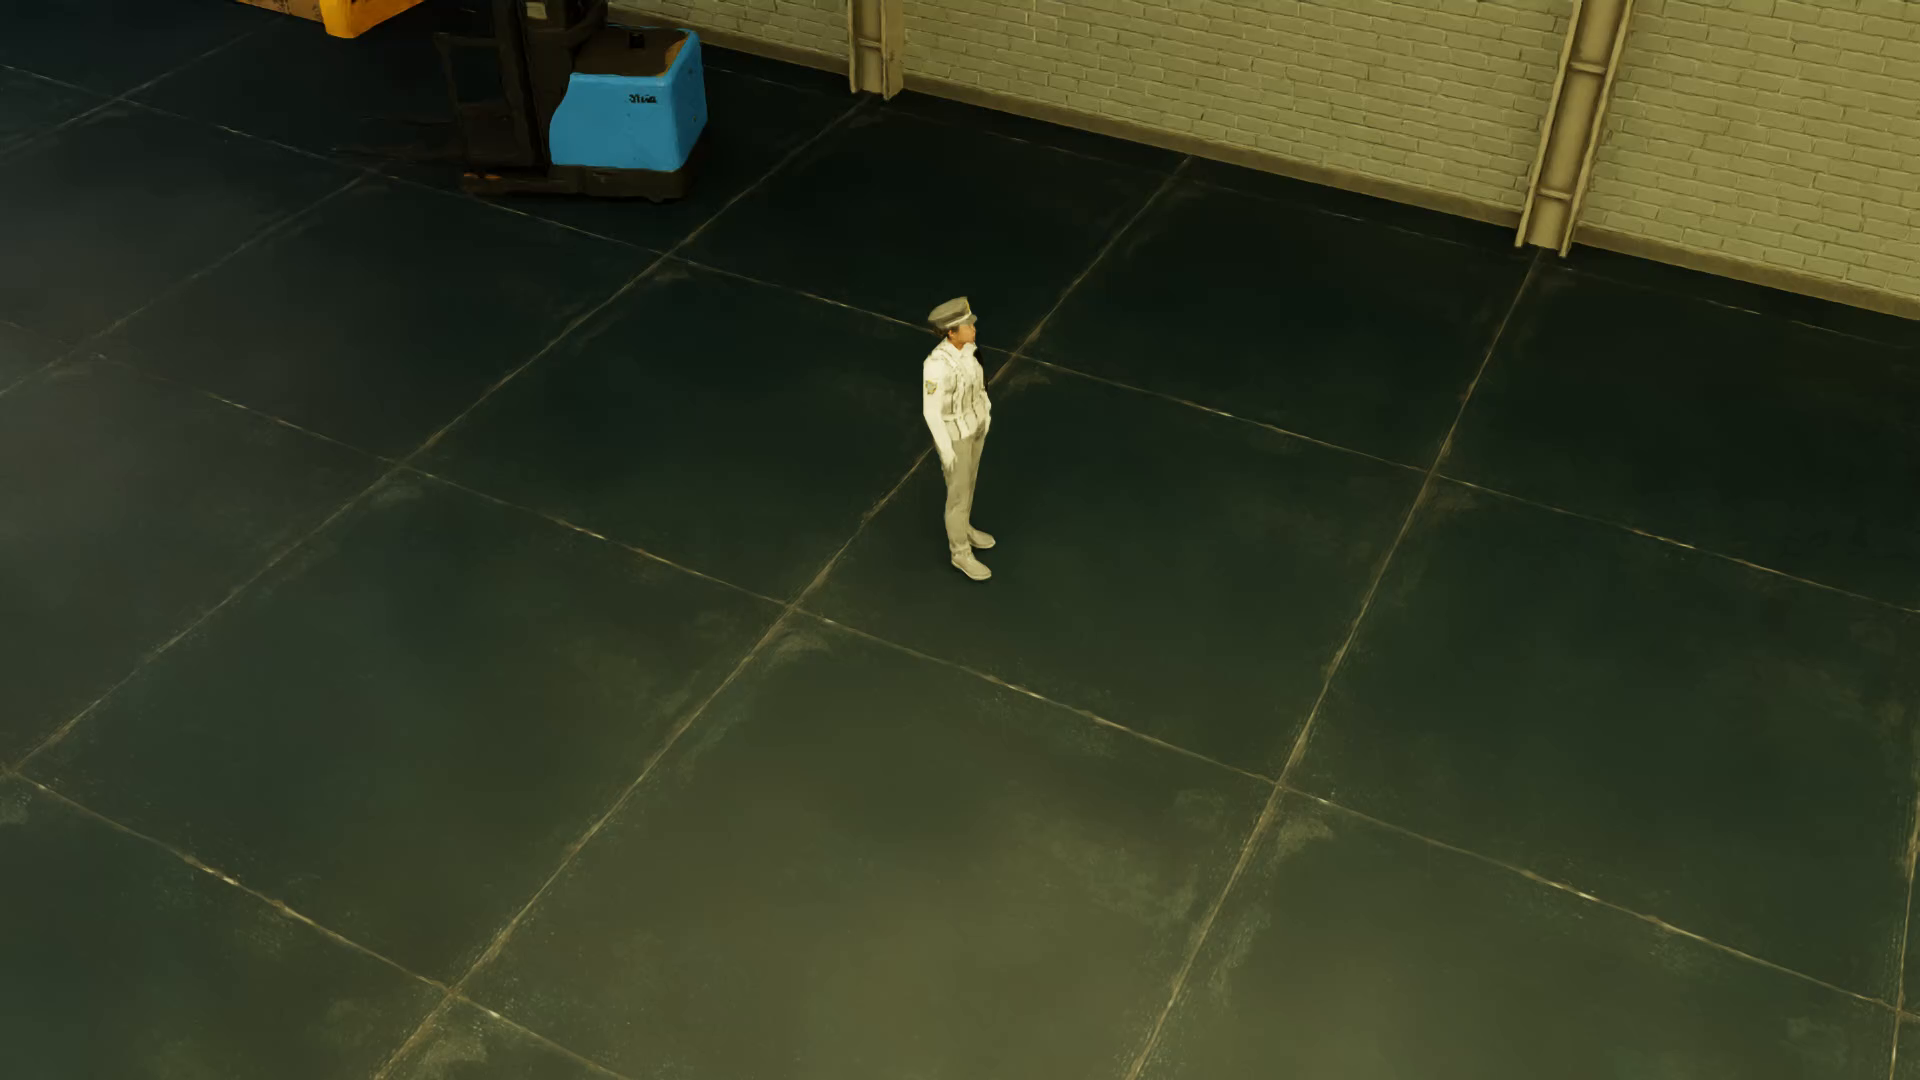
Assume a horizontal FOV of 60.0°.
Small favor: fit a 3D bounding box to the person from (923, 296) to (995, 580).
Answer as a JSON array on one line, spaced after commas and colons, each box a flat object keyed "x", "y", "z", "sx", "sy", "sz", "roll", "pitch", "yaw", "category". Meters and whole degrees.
[{"x": 0.057, "y": -0.630, "z": 9.682, "sx": 0.532, "sy": 1.695, "sz": 0.586, "roll": 18, "pitch": 43, "yaw": 21, "category": "person"}]

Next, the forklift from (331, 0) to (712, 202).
[{"x": -3.664, "y": -4.277, "z": 13.064, "sx": 3.031, "sy": 2.935, "sz": 1.130, "roll": 5, "pitch": 40, "yaw": 6, "category": "forklift"}]
